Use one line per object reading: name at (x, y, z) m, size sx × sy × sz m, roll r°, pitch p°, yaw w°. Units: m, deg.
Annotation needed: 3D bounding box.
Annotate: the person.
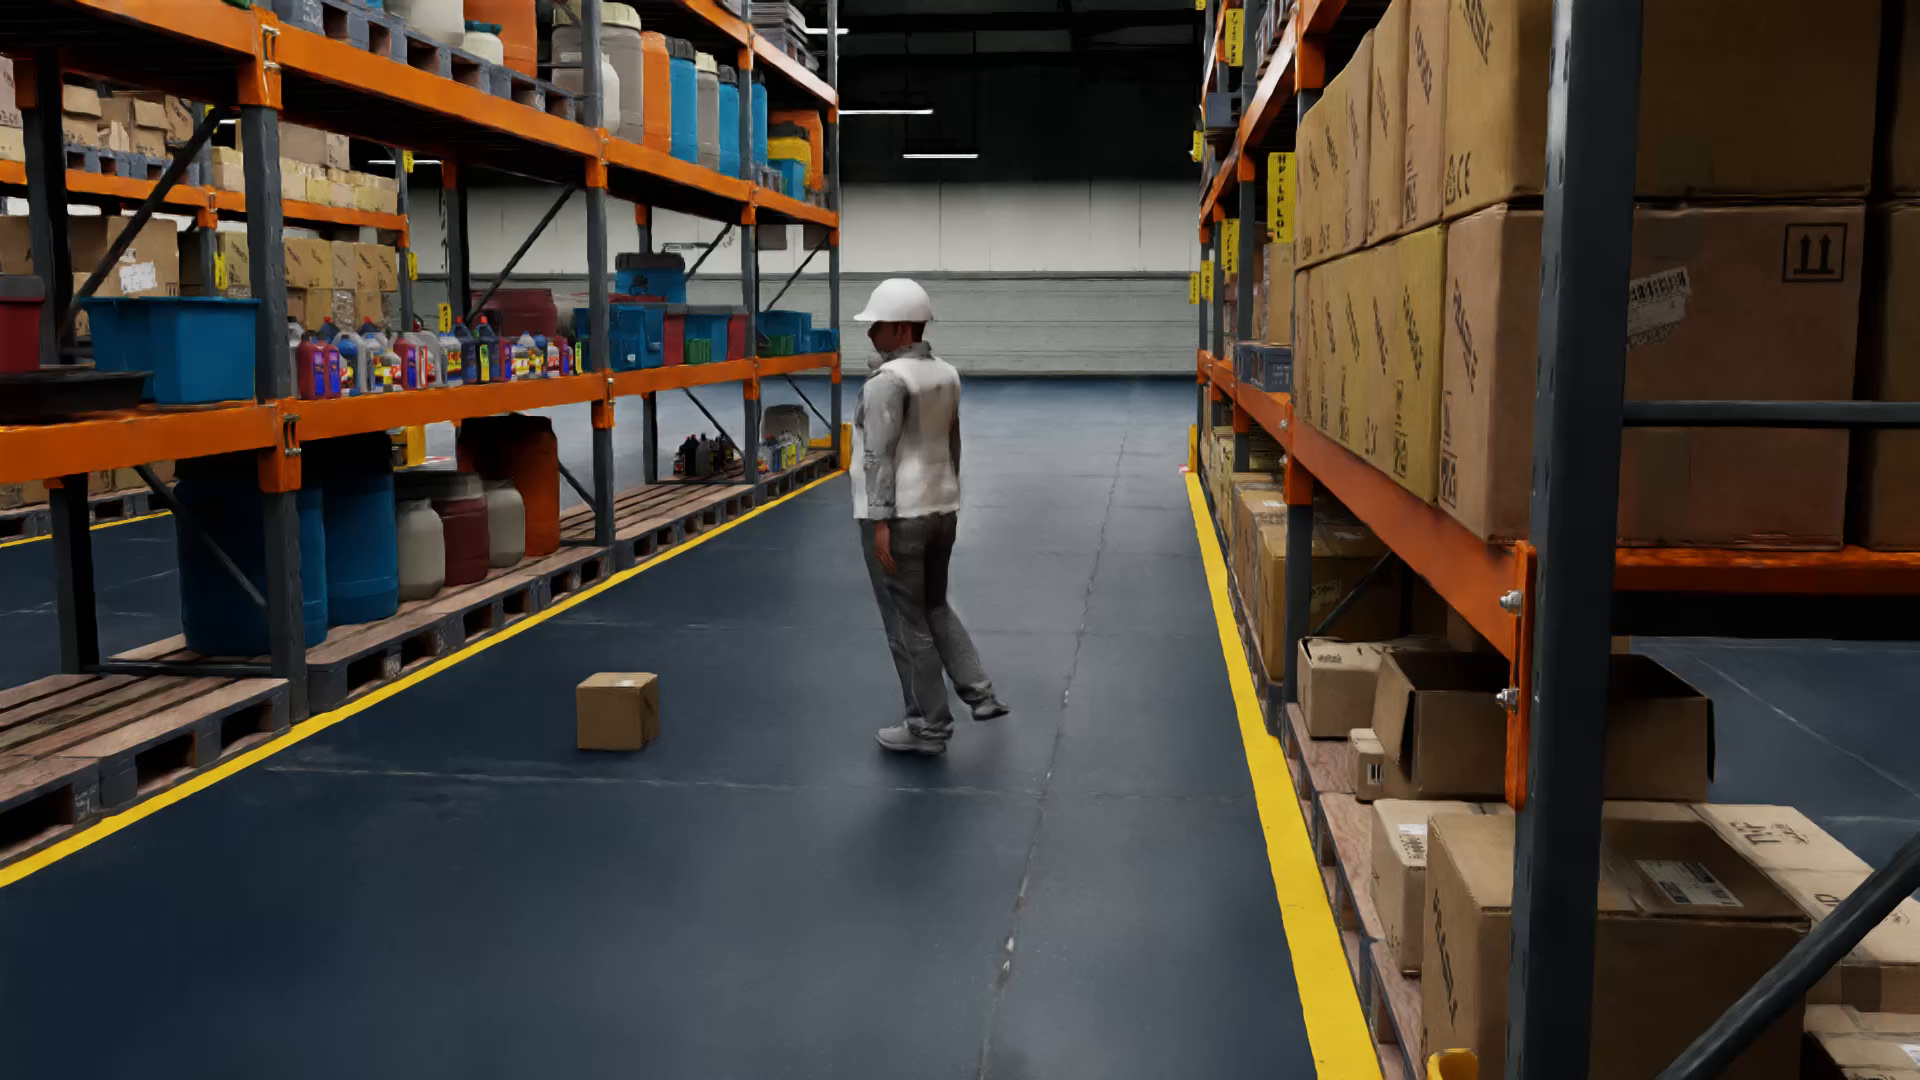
person at (-0.152, -0.004, 6.253) m, size 0.436 × 1.480 × 0.516 m, roll 5°, pitch 9°, yaw 36°
